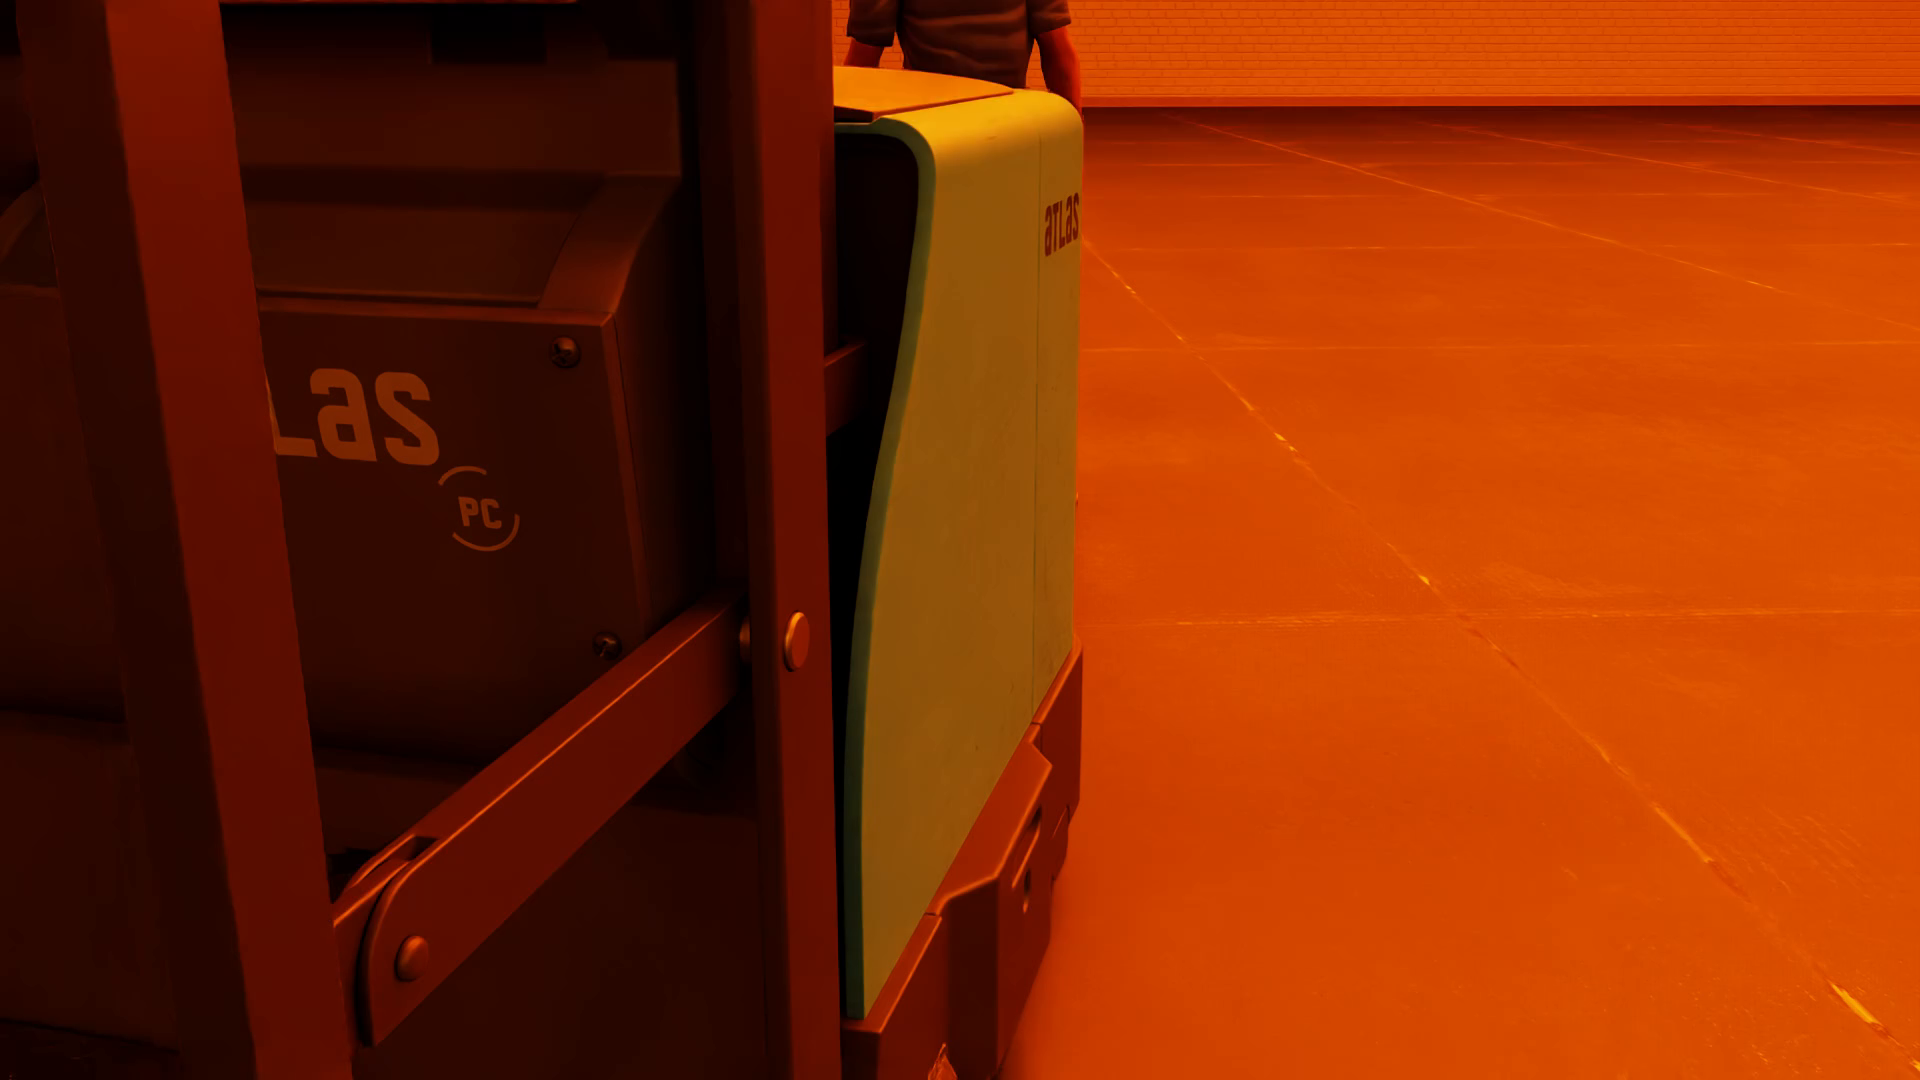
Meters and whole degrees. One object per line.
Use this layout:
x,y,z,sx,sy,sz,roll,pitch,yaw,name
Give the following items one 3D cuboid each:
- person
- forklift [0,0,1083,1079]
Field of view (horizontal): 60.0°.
0.015,-0.824,3.759,0.569,1.656,0.503,-1,17,-3,person
-0.694,-0.589,0.833,1.130,2.935,3.031,4,18,14,forklift
